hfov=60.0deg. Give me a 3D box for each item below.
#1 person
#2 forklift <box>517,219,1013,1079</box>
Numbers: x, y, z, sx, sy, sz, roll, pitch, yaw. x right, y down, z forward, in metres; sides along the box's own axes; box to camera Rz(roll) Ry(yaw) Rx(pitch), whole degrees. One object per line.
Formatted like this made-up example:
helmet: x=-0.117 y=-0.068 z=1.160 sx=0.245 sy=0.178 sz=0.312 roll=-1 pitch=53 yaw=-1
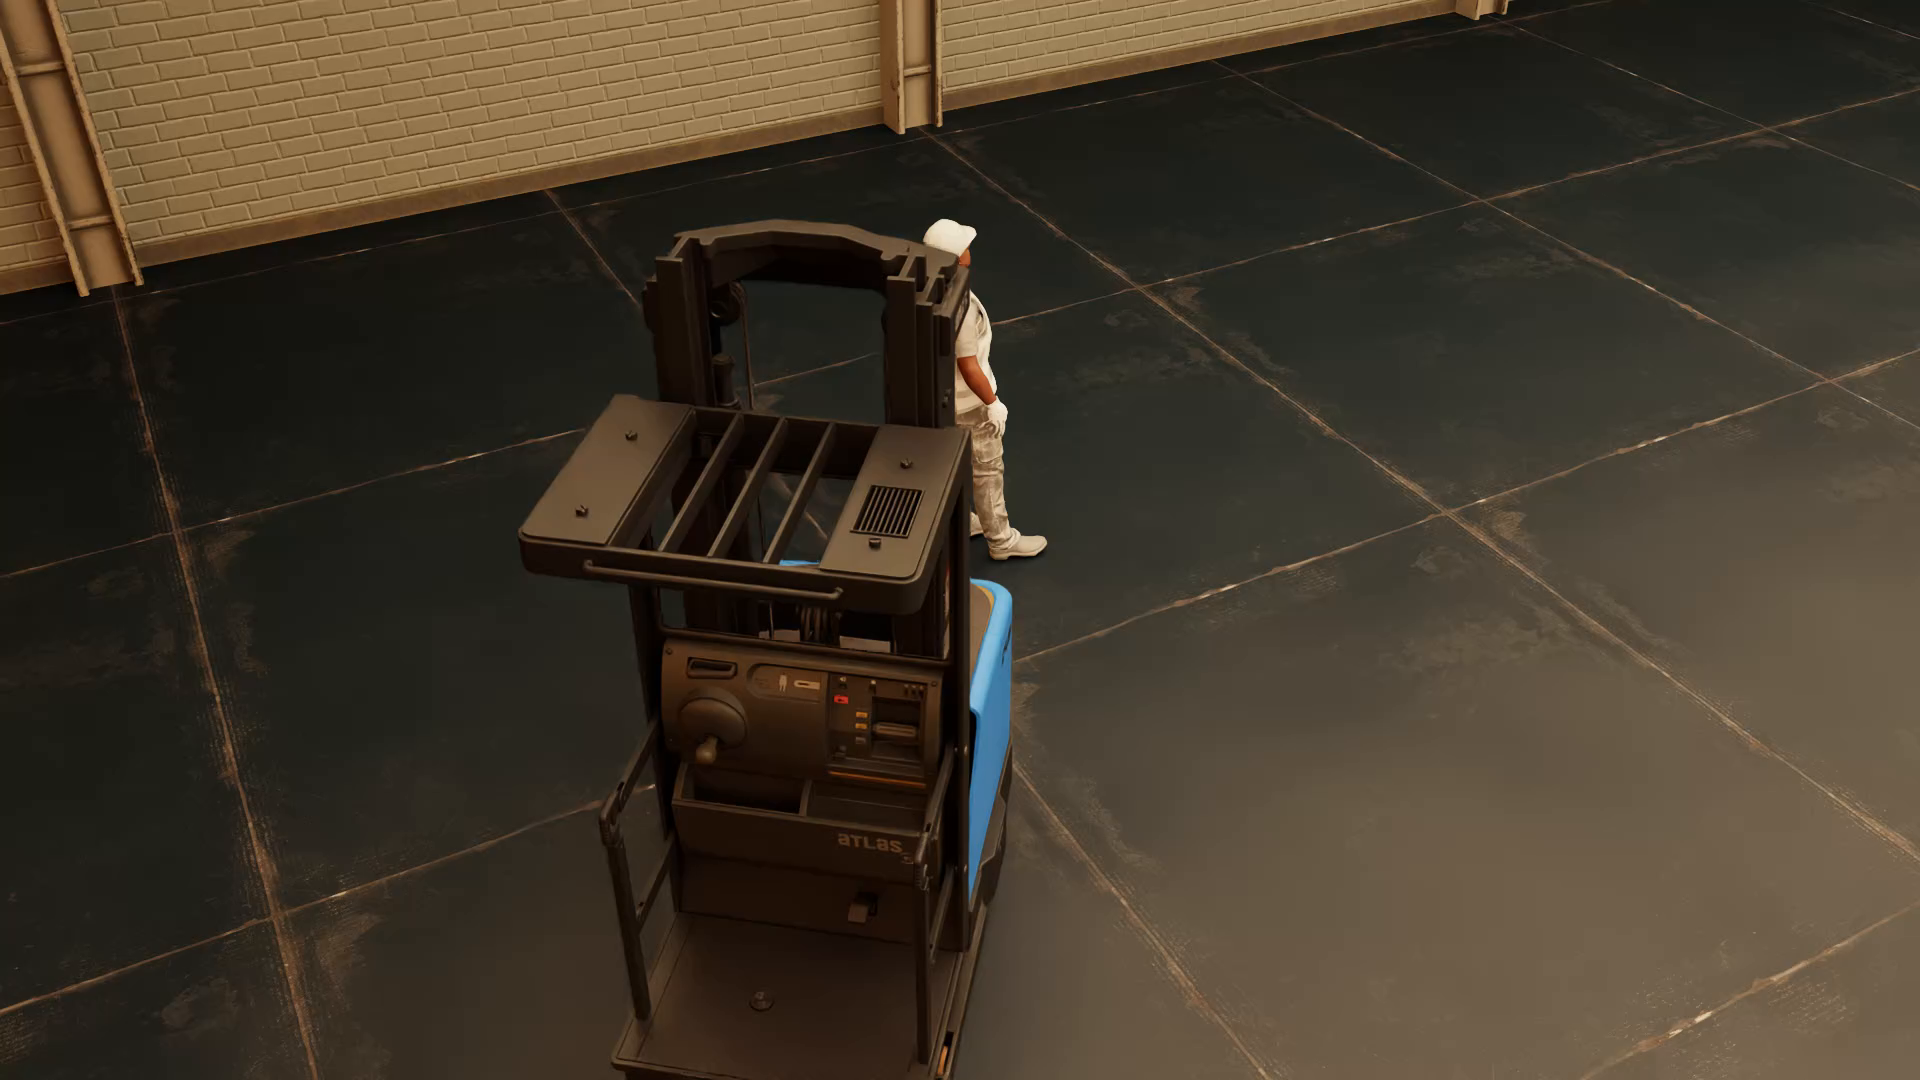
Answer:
person: x=0.067 y=-0.749 z=8.165 sx=0.577 sy=1.781 sz=0.656 roll=-17 pitch=39 yaw=-23
forklift: x=-0.556 y=0.631 z=5.230 sx=1.130 sy=2.935 sz=3.031 roll=6 pitch=36 yaw=9
